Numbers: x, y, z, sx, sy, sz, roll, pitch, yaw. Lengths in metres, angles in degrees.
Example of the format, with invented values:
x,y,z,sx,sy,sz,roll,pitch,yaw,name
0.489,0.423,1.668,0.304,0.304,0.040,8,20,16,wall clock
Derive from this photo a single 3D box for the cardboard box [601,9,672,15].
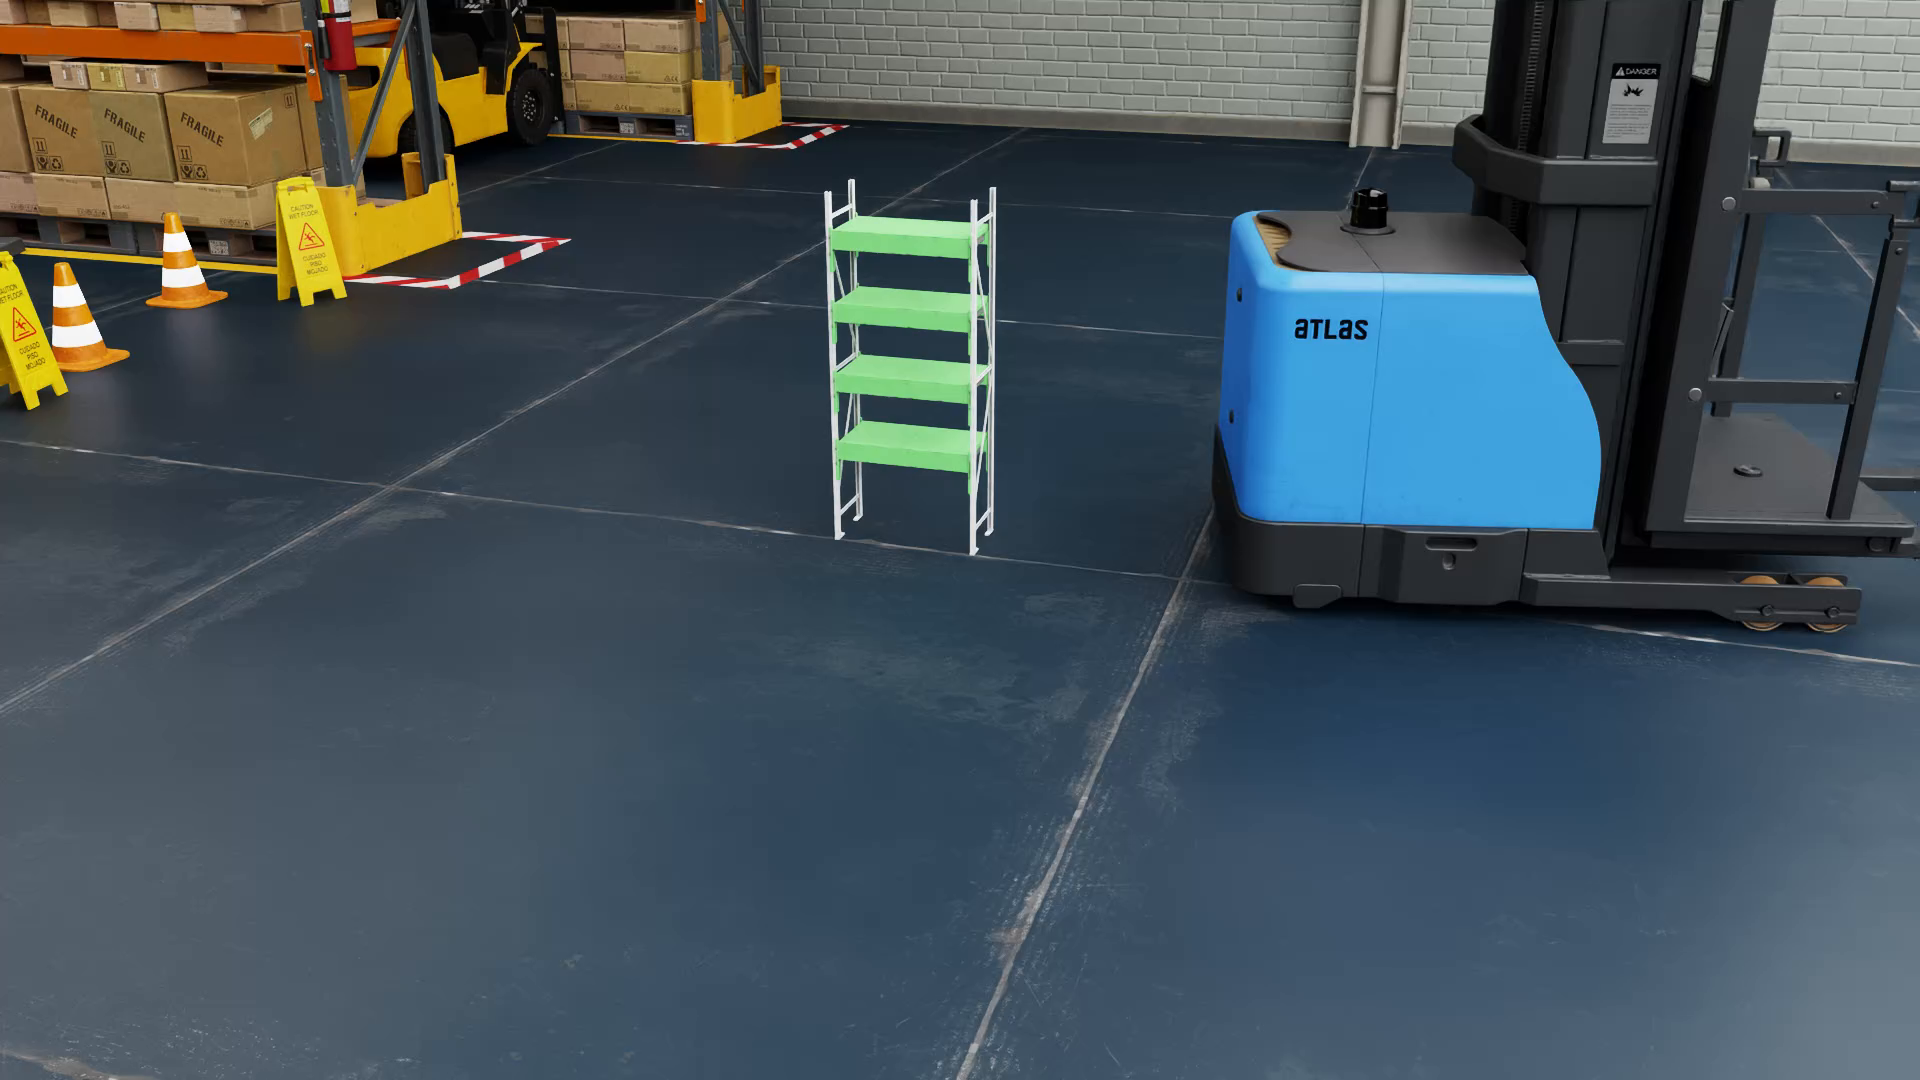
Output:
x,y,z,sx,sy,sz,roll,pitch,yaw,name
-2.805,-4.457,14.435,0.500,0.250,0.500,7,23,16,cardboard box

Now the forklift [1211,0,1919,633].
x,y,z,sx,sy,sz,roll,pitch,yaw,name
2.398,-1.282,5.033,3.031,2.935,1.130,1,22,3,forklift

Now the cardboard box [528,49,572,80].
x,y,z,sx,sy,sz,roll,pitch,yaw,name
-3.453,-4.098,14.219,0.500,0.250,0.500,6,23,14,cardboard box

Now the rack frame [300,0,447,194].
x,y,z,sx,sy,sz,roll,pitch,yaw,name
-3.350,-3.093,9.358,0.127,3.000,1.000,7,23,16,rack frame

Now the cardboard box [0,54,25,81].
x,y,z,sx,sy,sz,roll,pitch,yaw,name
-5.839,-2.818,9.915,0.250,0.149,0.380,8,24,19,cardboard box

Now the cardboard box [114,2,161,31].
x,y,z,sx,sy,sz,roll,pitch,yaw,name
-4.539,-2.981,9.415,0.250,0.149,0.380,7,23,16,cardboard box

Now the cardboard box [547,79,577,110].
x,y,z,sx,sy,sz,roll,pitch,yaw,name
-3.411,-3.872,14.327,0.500,0.250,0.500,7,23,16,cardboard box

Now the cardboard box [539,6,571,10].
x,y,z,sx,sy,sz,roll,pitch,yaw,name
-3.769,-4.574,14.721,0.500,0.250,0.500,6,23,14,cardboard box

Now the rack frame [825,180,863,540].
x,y,z,sx,sy,sz,roll,pitch,yaw,name
-0.392,-0.600,5.652,0.015,1.200,0.240,7,23,16,rack frame

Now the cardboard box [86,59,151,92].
x,y,z,sx,sy,sz,roll,pitch,yaw,name
-4.803,-2.700,9.627,0.250,0.149,0.380,7,23,16,cardboard box

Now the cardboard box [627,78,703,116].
x,y,z,sx,sy,sz,roll,pitch,yaw,name
-2.461,-3.756,14.044,0.500,0.250,0.500,7,23,16,cardboard box

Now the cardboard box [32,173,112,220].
x,y,z,sx,sy,sz,roll,pitch,yaw,name
-5.198,-2.121,10.058,0.500,0.250,0.500,6,23,14,cardboard box

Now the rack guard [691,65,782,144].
x,y,z,sx,sy,sz,roll,pitch,yaw,name
-1.897,-3.738,14.224,0.348,0.500,1.175,7,23,16,rack guard

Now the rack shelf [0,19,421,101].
x,y,z,sx,sy,sz,roll,pitch,yaw,name
-5.265,-2.980,10.029,4.000,0.370,1.077,7,23,16,rack shelf

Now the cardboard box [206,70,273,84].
x,y,z,sx,sy,sz,roll,pitch,yaw,name
-4.567,-2.609,10.260,0.500,0.500,0.500,6,23,14,cardboard box

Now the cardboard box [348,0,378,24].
x,y,z,sx,sy,sz,roll,pitch,yaw,name
-3.615,-3.089,9.680,0.250,0.149,0.380,7,23,16,cardboard box

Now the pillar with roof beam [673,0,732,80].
x,y,z,sx,sy,sz,roll,pitch,yaw,name
-3.570,-6.512,9.788,0.400,9.000,9.100,7,23,16,pillar with roof beam

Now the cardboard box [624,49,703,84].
x,y,z,sx,sy,sz,roll,pitch,yaw,name
-2.476,-3.990,13.956,0.500,0.250,0.500,6,23,15,cardboard box

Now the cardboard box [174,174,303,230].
x,y,z,sx,sy,sz,roll,pitch,yaw,name
-4.225,-2.009,9.784,0.500,0.250,0.500,6,23,15,cardboard box

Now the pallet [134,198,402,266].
x,y,z,sx,sy,sz,roll,pitch,yaw,name
-4.190,-1.913,10.156,1.213,0.211,1.003,7,23,16,pallet

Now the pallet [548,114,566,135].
x,y,z,sx,sy,sz,roll,pitch,yaw,name
-3.828,-3.810,14.780,1.213,0.211,1.003,7,23,15,pallet

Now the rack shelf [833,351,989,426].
x,y,z,sx,sy,sz,roll,pitch,yaw,name
-0.158,-0.514,5.611,0.480,0.148,0.258,7,23,16,rack shelf

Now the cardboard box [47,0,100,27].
x,y,z,sx,sy,sz,roll,pitch,yaw,name
-5.015,-3.055,9.596,0.250,0.149,0.380,6,23,15,cardboard box

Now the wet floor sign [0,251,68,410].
x,y,z,sx,sy,sz,roll,pitch,yaw,name
-4.083,-0.911,7.140,0.232,0.644,0.267,3,22,6,wet floor sign

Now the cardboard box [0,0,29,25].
x,y,z,sx,sy,sz,roll,pitch,yaw,name
-5.499,-3.103,9.714,0.250,0.149,0.380,6,23,15,cardboard box

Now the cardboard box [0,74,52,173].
x,y,z,sx,sy,sz,roll,pitch,yaw,name
-5.681,-2.526,10.057,0.500,0.500,0.500,8,24,18,cardboard box

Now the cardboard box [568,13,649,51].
x,y,z,sx,sy,sz,roll,pitch,yaw,name
-2.941,-4.273,13.986,0.500,0.250,0.500,7,23,16,cardboard box

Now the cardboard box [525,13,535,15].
x,y,z,sx,sy,sz,roll,pitch,yaw,name
-3.910,-4.383,14.254,0.500,0.250,0.500,6,23,14,cardboard box

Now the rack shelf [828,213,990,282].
x,y,z,sx,sy,sz,roll,pitch,yaw,name
-0.158,-0.958,5.429,0.480,0.148,0.258,7,23,16,rack shelf

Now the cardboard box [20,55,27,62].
x,y,z,sx,sy,sz,roll,pitch,yaw,name
-8.986,-4.796,16.086,0.625,0.625,0.875,7,23,17,cardboard box

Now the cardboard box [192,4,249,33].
x,y,z,sx,sy,sz,roll,pitch,yaw,name
-4.044,-2.928,9.286,0.250,0.149,0.380,6,23,15,cardboard box

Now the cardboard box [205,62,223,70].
x,y,z,sx,sy,sz,roll,pitch,yaw,name
-6.993,-4.572,15.539,0.625,0.625,0.875,6,23,15,cardboard box

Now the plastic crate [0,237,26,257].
x,y,z,sx,sy,sz,roll,pitch,yaw,name
-5.913,-1.711,9.835,0.583,0.080,0.402,-1,22,-3,plastic crate

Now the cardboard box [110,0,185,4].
x,y,z,sx,sy,sz,roll,pitch,yaw,name
-4.427,-3.293,9.322,0.500,0.500,0.500,7,23,16,cardboard box

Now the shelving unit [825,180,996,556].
x,y,z,sx,sy,sz,roll,pitch,yaw,name
-0.158,-0.573,5.587,0.503,1.200,0.258,7,23,16,shelving unit

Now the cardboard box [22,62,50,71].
x,y,z,sx,sy,sz,roll,pitch,yaw,name
-6.048,-2.778,10.672,0.500,0.500,0.500,7,23,16,cardboard box

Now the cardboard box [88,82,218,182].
x,y,z,sx,sy,sz,roll,pitch,yaw,name
-4.693,-2.411,9.778,0.500,0.500,0.500,7,23,17,cardboard box

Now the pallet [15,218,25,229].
x,y,z,sx,sy,sz,roll,pitch,yaw,name
-6.526,-2.181,10.808,1.213,0.211,1.003,7,23,16,pallet

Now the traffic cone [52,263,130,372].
x,y,z,sx,sy,sz,roll,pitch,yaw,name
-4.129,-1.057,7.738,0.334,0.463,0.336,7,23,16,traffic cone
